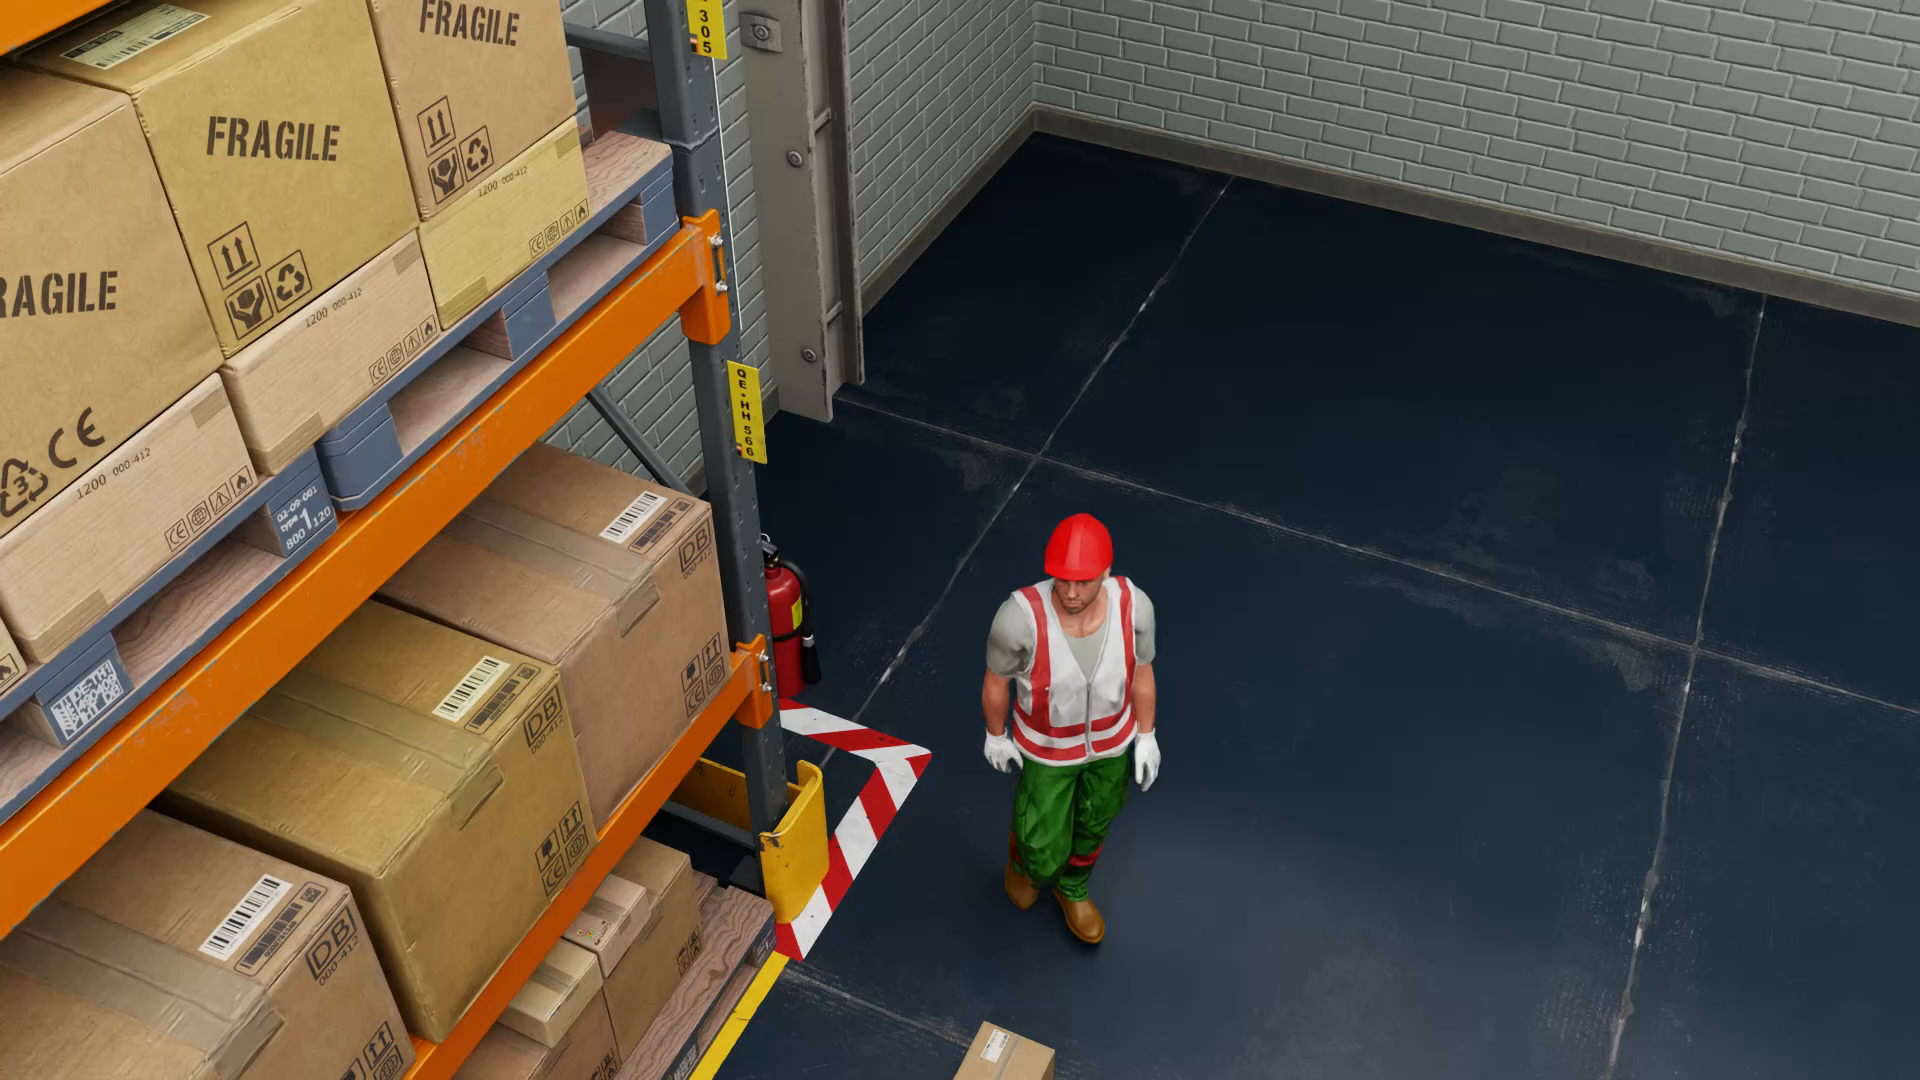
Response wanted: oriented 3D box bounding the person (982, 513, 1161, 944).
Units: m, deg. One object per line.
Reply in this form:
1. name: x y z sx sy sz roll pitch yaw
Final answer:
1. person: 0.365 0.660 5.368 0.549 1.785 0.469 -12 43 -14
